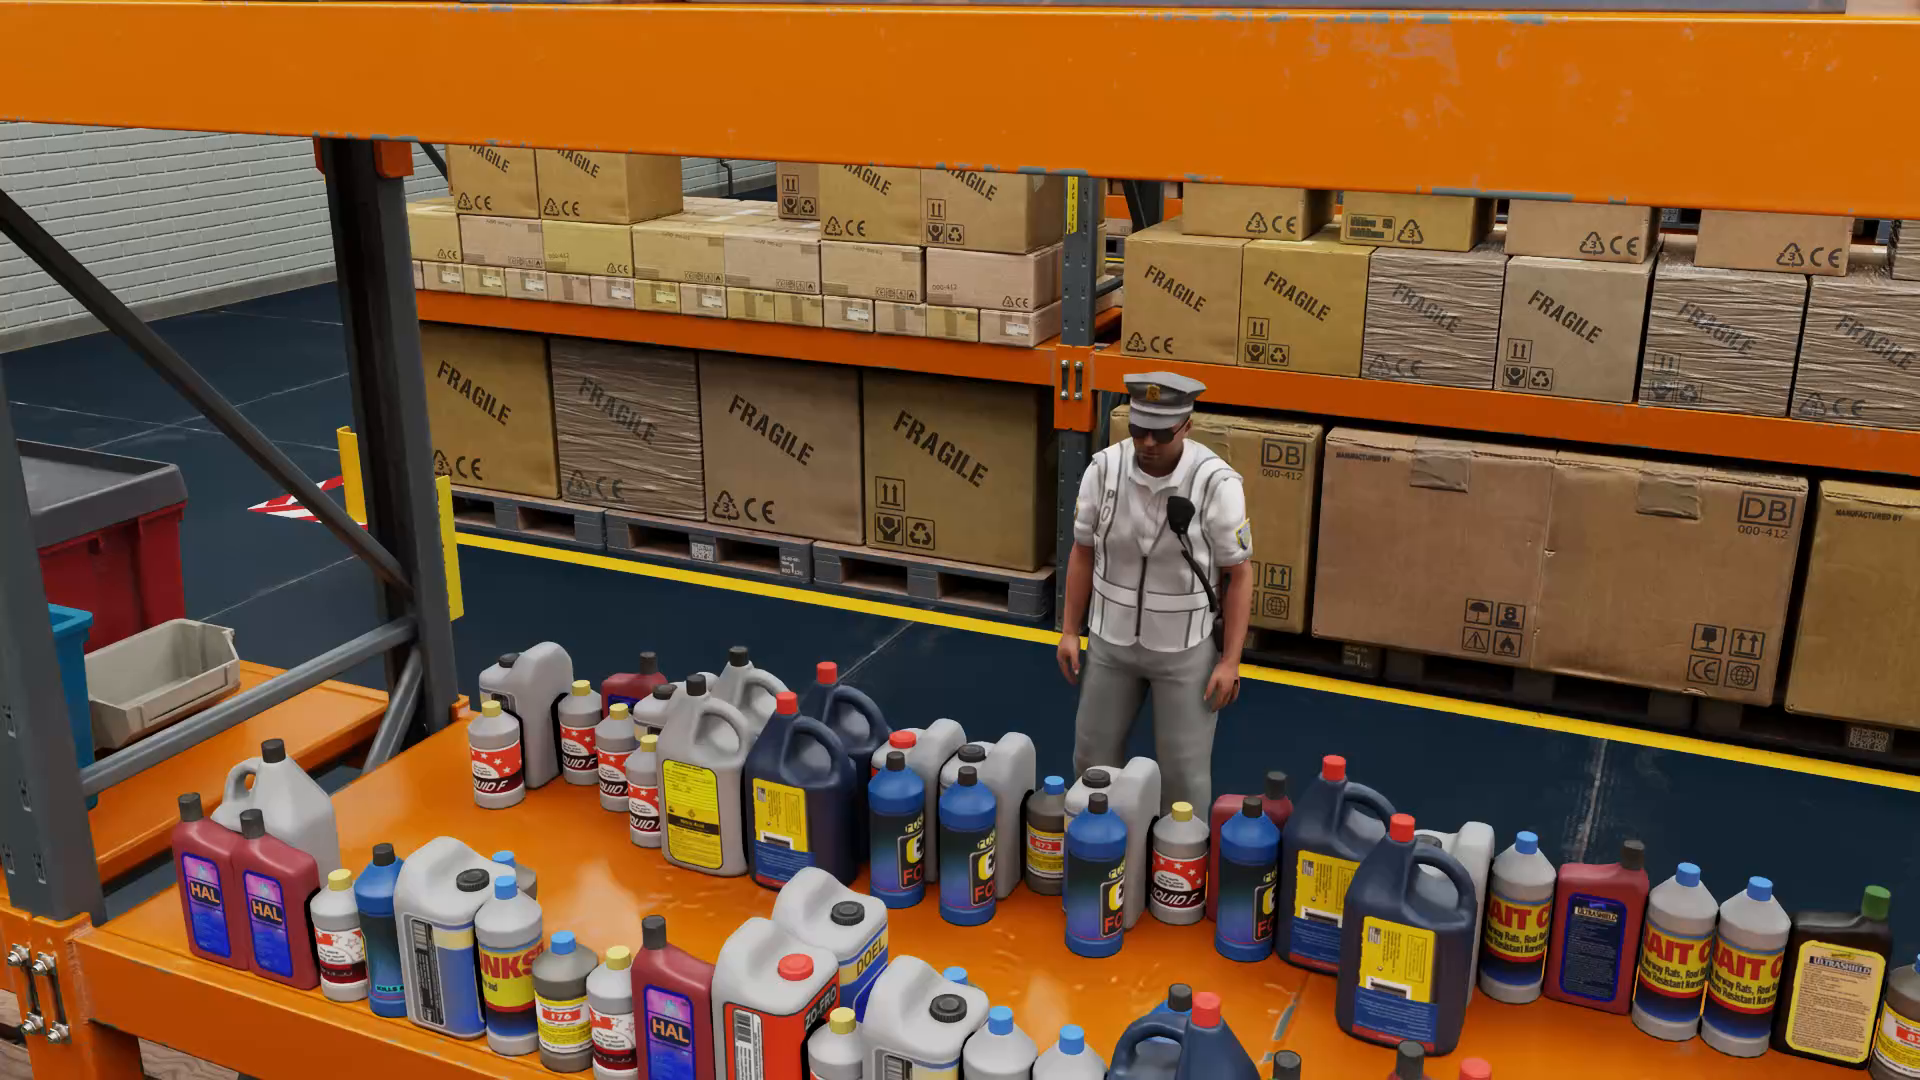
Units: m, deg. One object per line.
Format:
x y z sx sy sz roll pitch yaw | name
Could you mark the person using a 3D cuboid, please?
0.595 0.323 5.111 0.586 1.746 0.436 8 21 23 | person
